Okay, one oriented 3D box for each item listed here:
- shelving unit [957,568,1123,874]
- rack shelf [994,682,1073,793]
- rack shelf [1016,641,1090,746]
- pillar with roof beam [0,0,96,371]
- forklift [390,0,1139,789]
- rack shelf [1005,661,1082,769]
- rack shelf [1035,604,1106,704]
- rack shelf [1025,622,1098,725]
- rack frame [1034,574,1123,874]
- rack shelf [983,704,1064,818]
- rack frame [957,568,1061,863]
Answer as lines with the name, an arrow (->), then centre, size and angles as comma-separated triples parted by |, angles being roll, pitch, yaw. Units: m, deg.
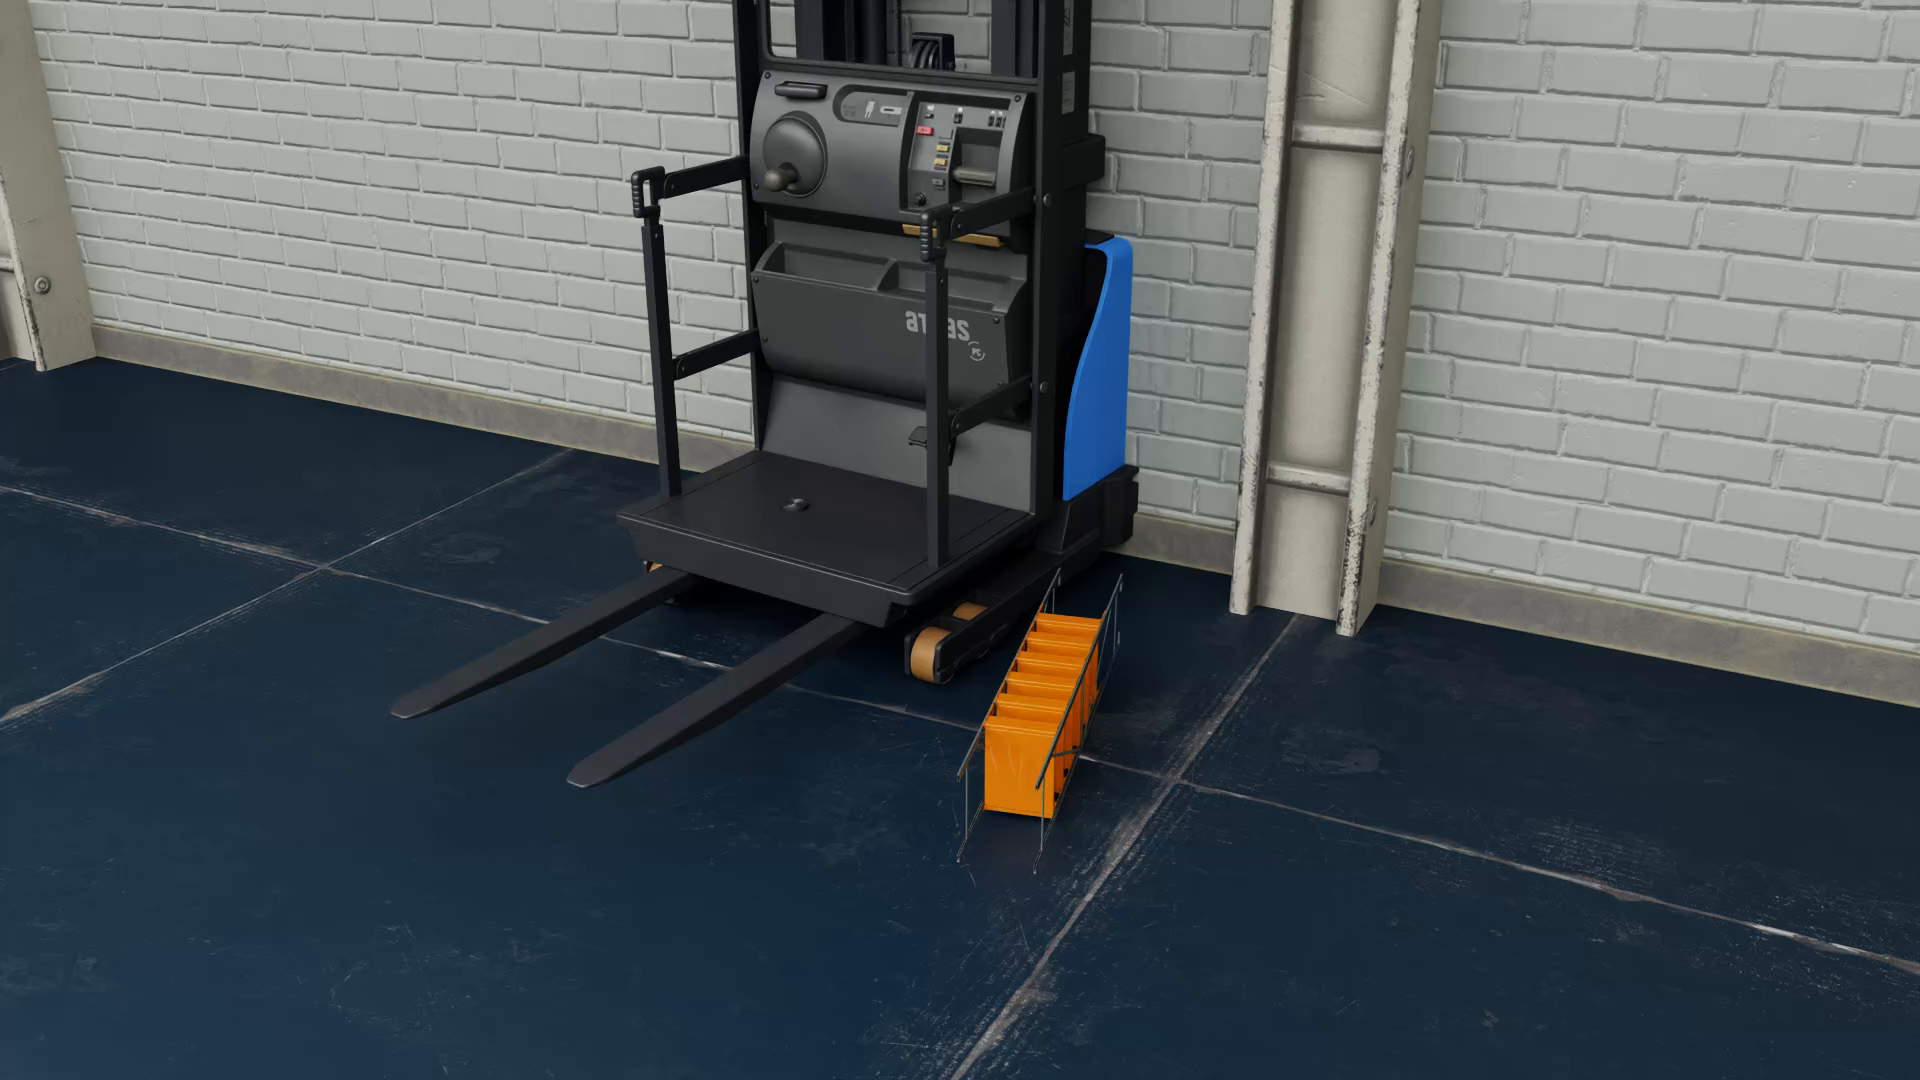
shelving unit -> 0.233, 0.428, 4.368 | 0.189, 0.258, 1.200 | 6, 24, 13
rack shelf -> 0.185, 0.502, 4.194 | 0.180, 0.258, 0.103 | 6, 24, 13
rack shelf -> 0.244, 0.411, 4.408 | 0.180, 0.258, 0.103 | 6, 24, 13
pillar with roof beam -> -6.207, -3.491, 2.459 | 0.400, 9.000, 9.100 | 11, 25, 25
forklift -> -0.337, -1.142, 4.690 | 1.130, 2.935, 3.031 | 14, 27, 30
rack shelf -> 0.214, 0.456, 4.301 | 0.180, 0.258, 0.103 | 6, 24, 13
rack shelf -> 0.304, 0.320, 4.622 | 0.180, 0.258, 0.103 | 6, 24, 13
rack shelf -> 0.274, 0.365, 4.515 | 0.180, 0.258, 0.103 | 6, 24, 13
rack frame -> 0.322, 0.436, 4.348 | 0.006, 0.240, 1.200 | 6, 24, 13
rack shelf -> 0.155, 0.547, 4.087 | 0.180, 0.258, 0.103 | 6, 24, 13
rack frame -> 0.145, 0.419, 4.389 | 0.006, 0.240, 1.200 | 6, 24, 13
